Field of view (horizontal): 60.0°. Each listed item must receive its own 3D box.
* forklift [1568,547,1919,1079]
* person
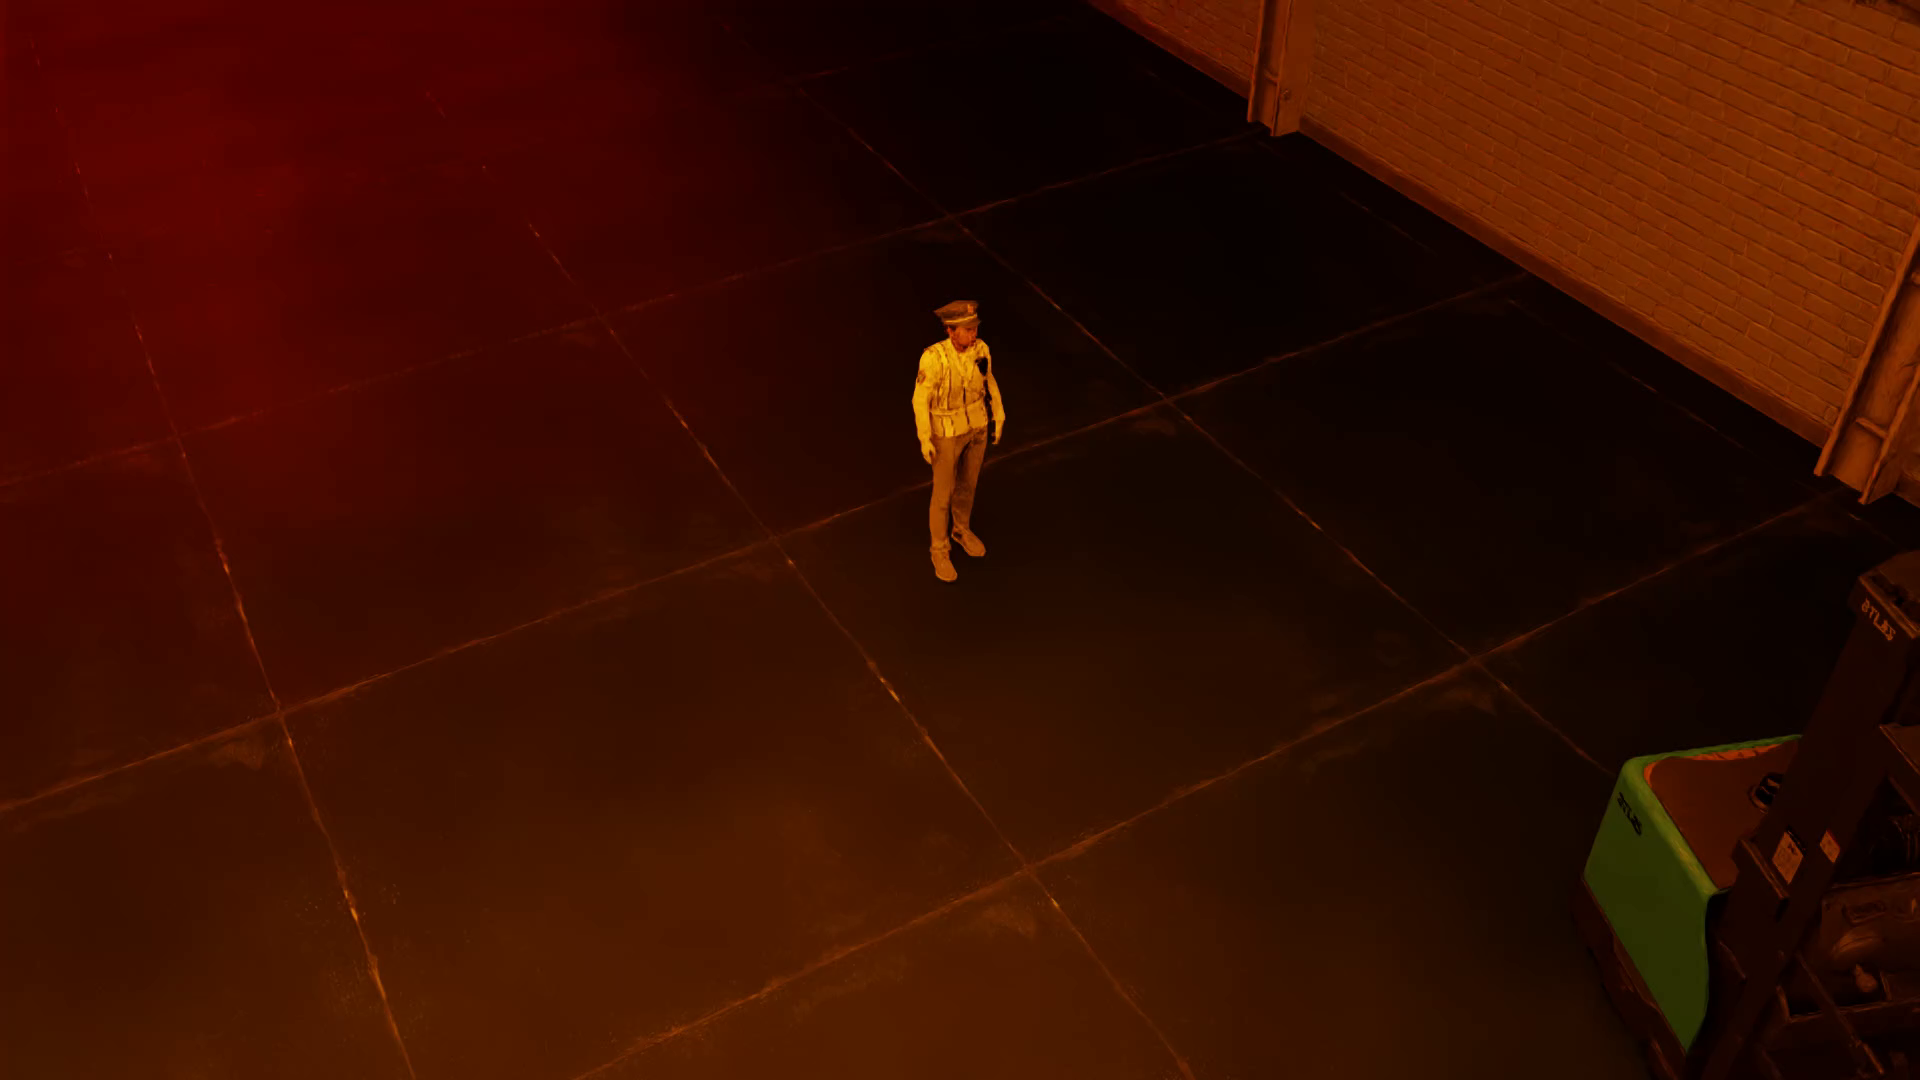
[{"bbox_3d":[3.719,1.552,6.165,1.130,2.935,3.031,-7,40,-8],"label":"forklift"},{"bbox_3d":[0.028,-0.618,9.739,0.586,1.695,0.532,-20,44,-23],"label":"person"}]
